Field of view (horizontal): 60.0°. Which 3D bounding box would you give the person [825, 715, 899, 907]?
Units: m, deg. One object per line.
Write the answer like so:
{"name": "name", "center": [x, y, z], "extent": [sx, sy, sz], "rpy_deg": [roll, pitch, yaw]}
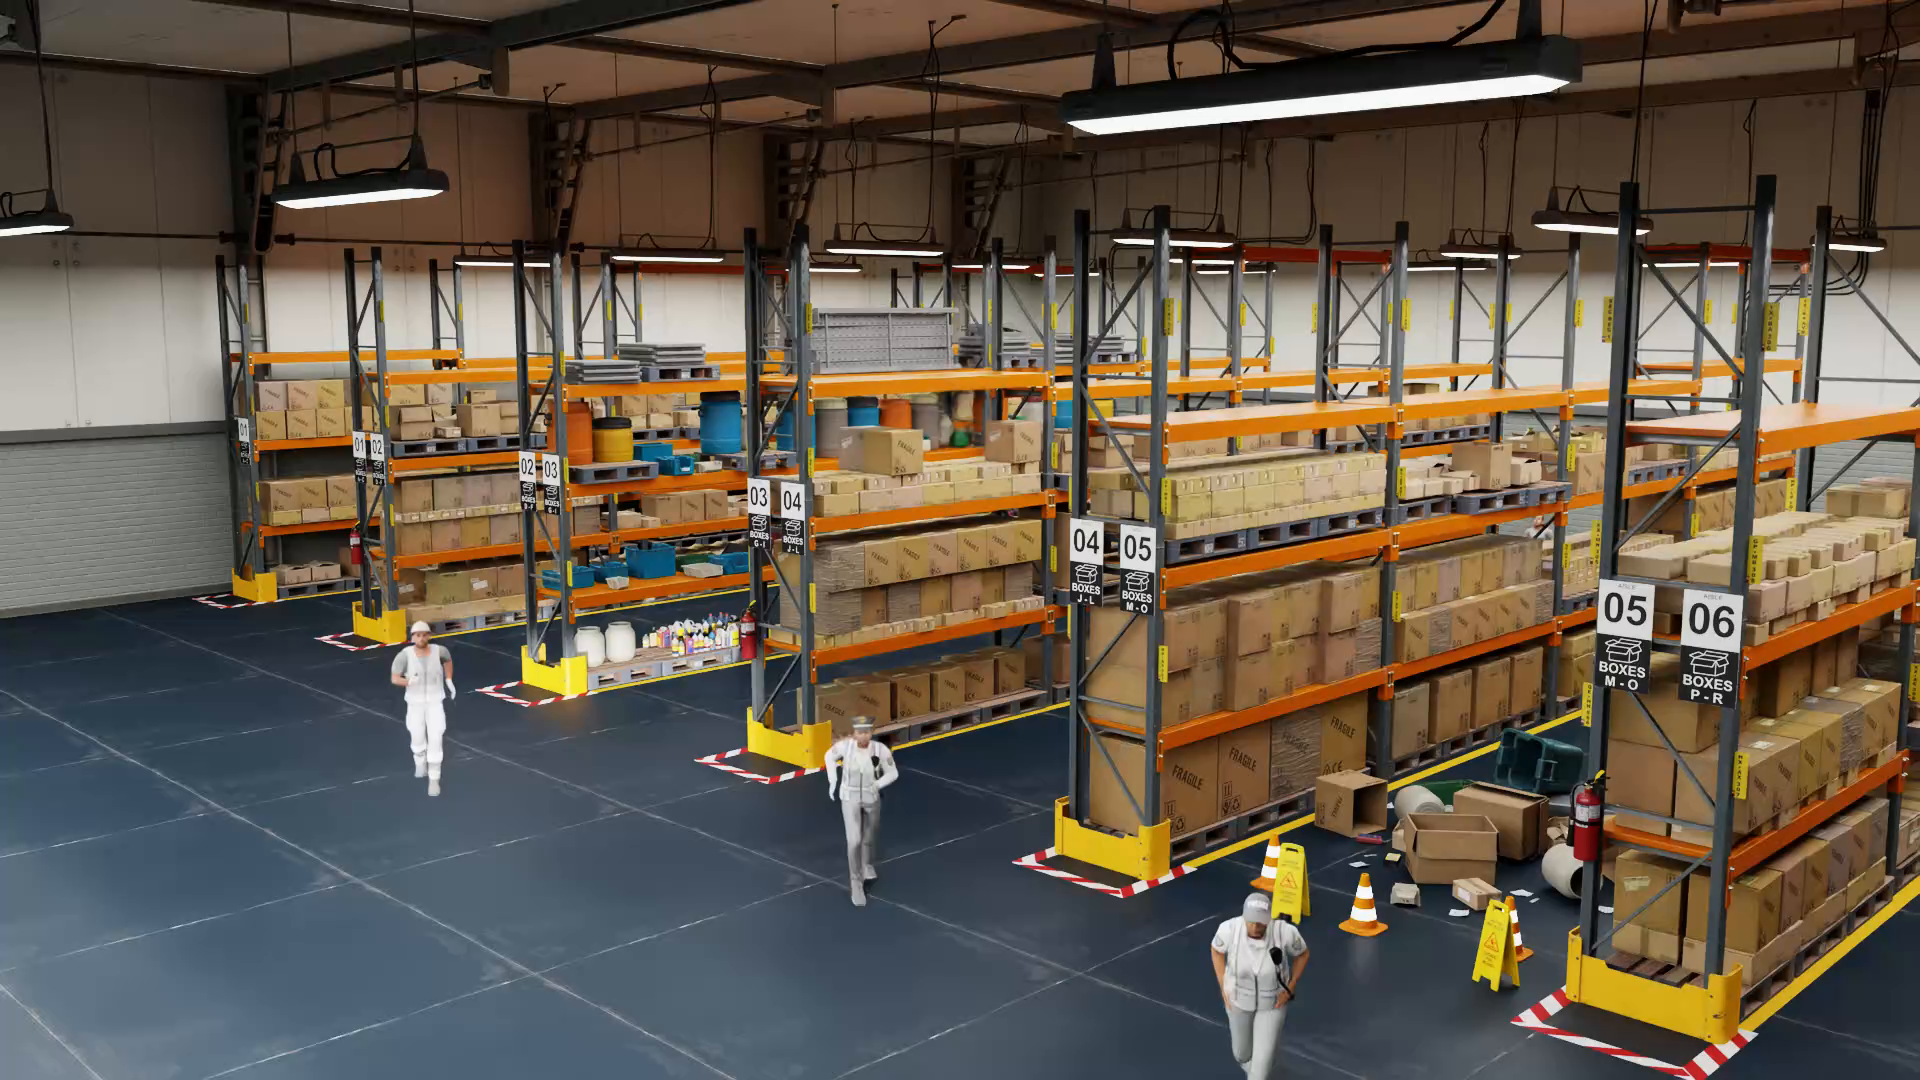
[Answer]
{"name": "person", "center": [-0.862, 2.303, 14.600], "extent": [0.637, 1.688, 0.805], "rpy_deg": [-1, 8, -5]}

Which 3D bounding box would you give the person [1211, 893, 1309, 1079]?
{"name": "person", "center": [1.896, 2.928, 10.563], "extent": [0.610, 1.624, 0.941], "rpy_deg": [1, 8, 9]}

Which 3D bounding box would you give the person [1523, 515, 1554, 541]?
{"name": "person", "center": [9.860, 0.339, 28.435], "extent": [0.559, 1.631, 0.556], "rpy_deg": [5, 10, 32]}

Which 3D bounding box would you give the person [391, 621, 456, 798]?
{"name": "person", "center": [-5.726, 1.750, 17.779], "extent": [0.652, 1.825, 0.905], "rpy_deg": [-3, 9, -19]}
